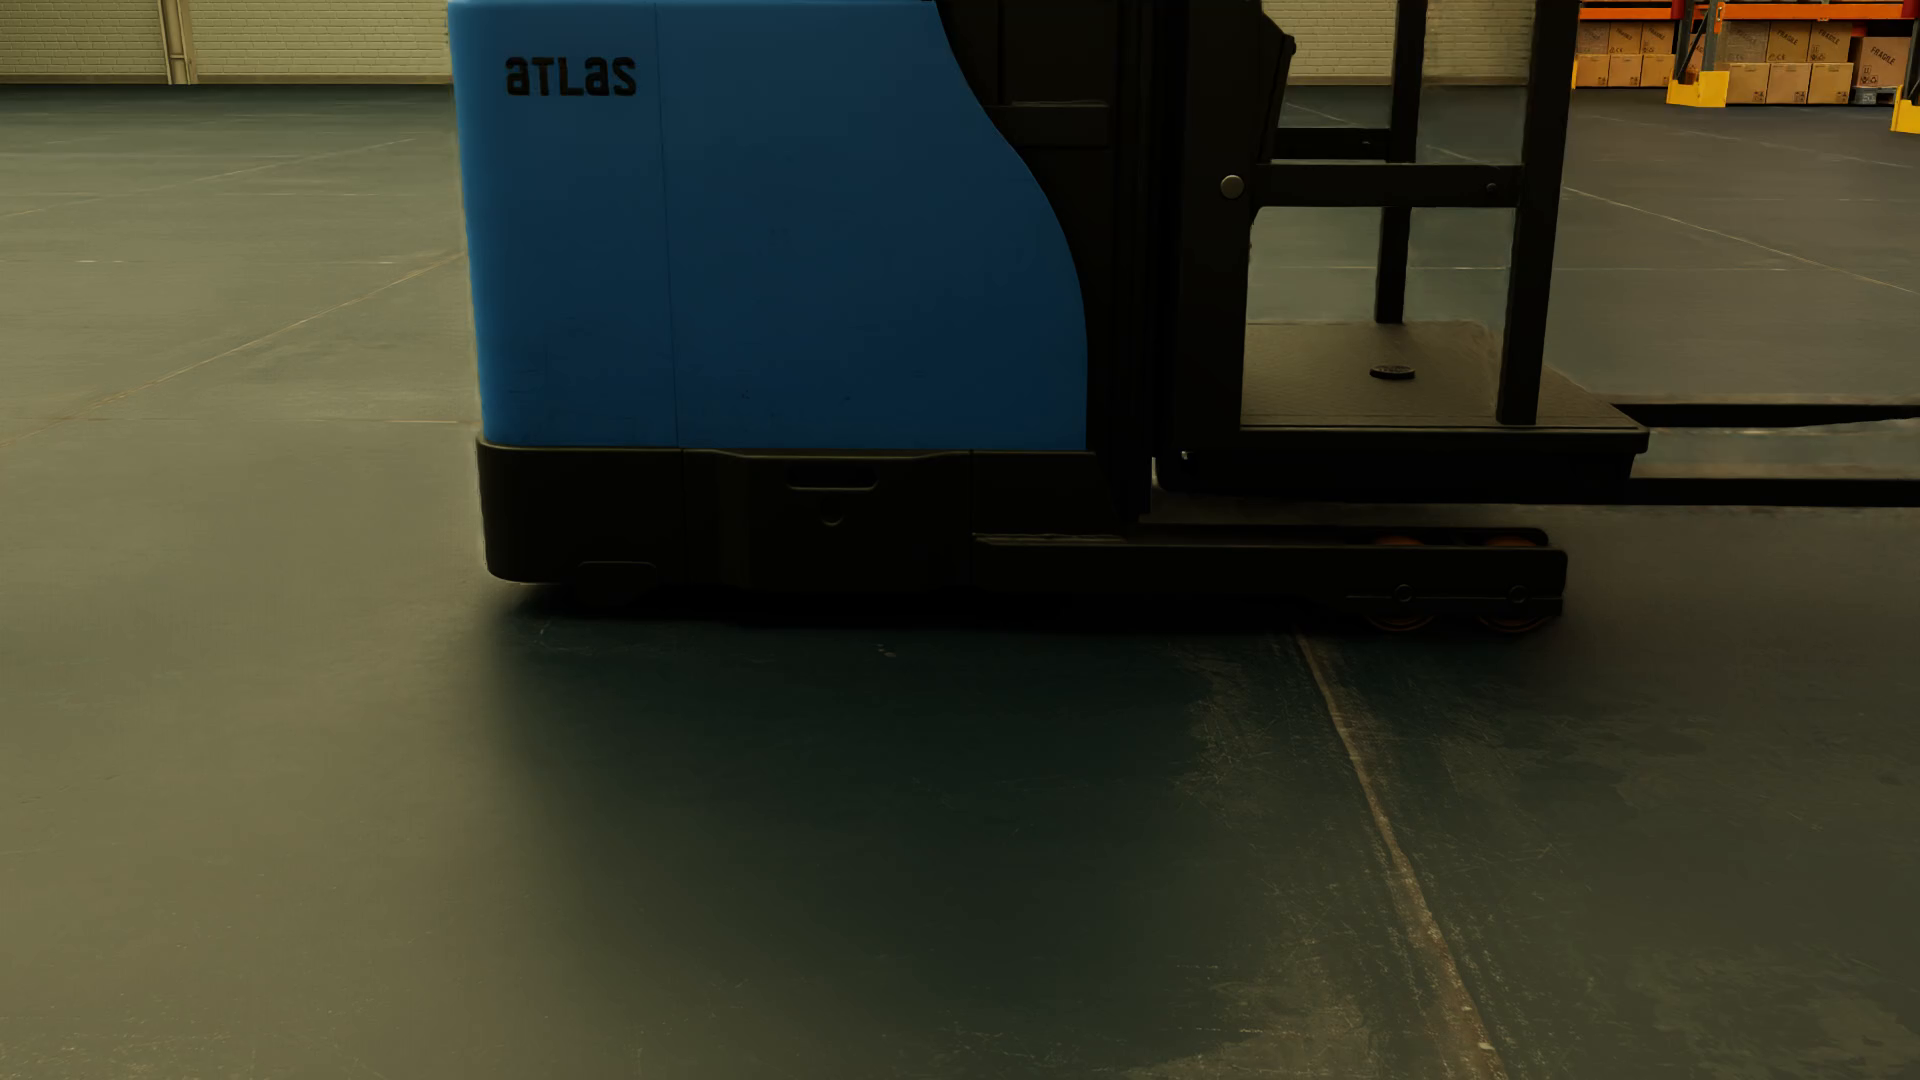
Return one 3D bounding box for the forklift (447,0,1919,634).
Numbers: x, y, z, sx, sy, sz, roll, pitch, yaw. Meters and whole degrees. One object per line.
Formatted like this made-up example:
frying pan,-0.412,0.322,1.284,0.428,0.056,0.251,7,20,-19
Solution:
forklift,0.680,-1.400,2.937,3.031,2.935,1.130,0,17,2
